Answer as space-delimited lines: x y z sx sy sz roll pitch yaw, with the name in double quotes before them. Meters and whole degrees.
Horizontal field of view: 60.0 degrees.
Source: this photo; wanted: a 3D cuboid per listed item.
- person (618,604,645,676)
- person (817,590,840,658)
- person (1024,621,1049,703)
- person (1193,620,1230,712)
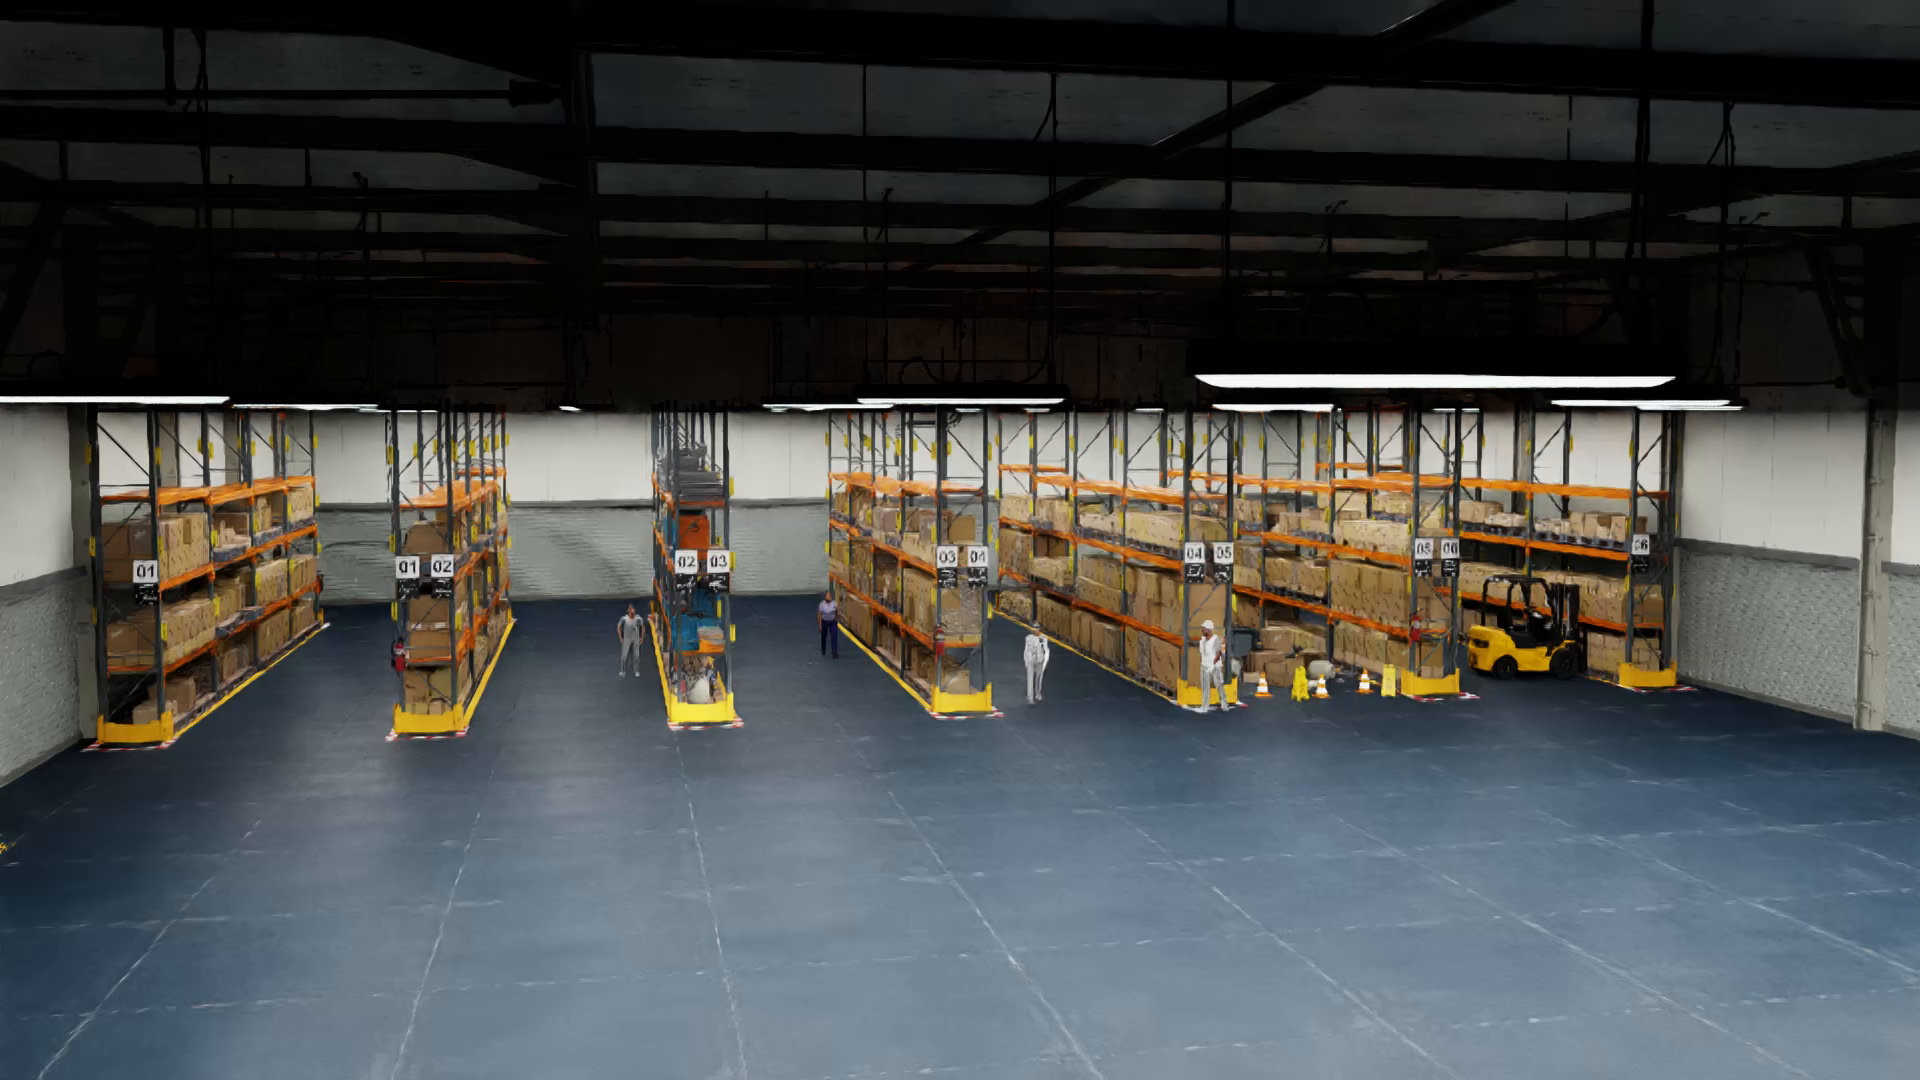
"person" -7.187 2.183 36.352 0.580 1.618 0.507 -1 4 -13
"person" -3.127 1.967 39.286 0.479 1.567 1.090 -1 4 -10
"person" 1.530 2.401 33.099 0.482 1.621 0.997 0 4 -3
"person" 4.843 2.430 32.003 0.715 1.781 0.570 -4 6 -40
